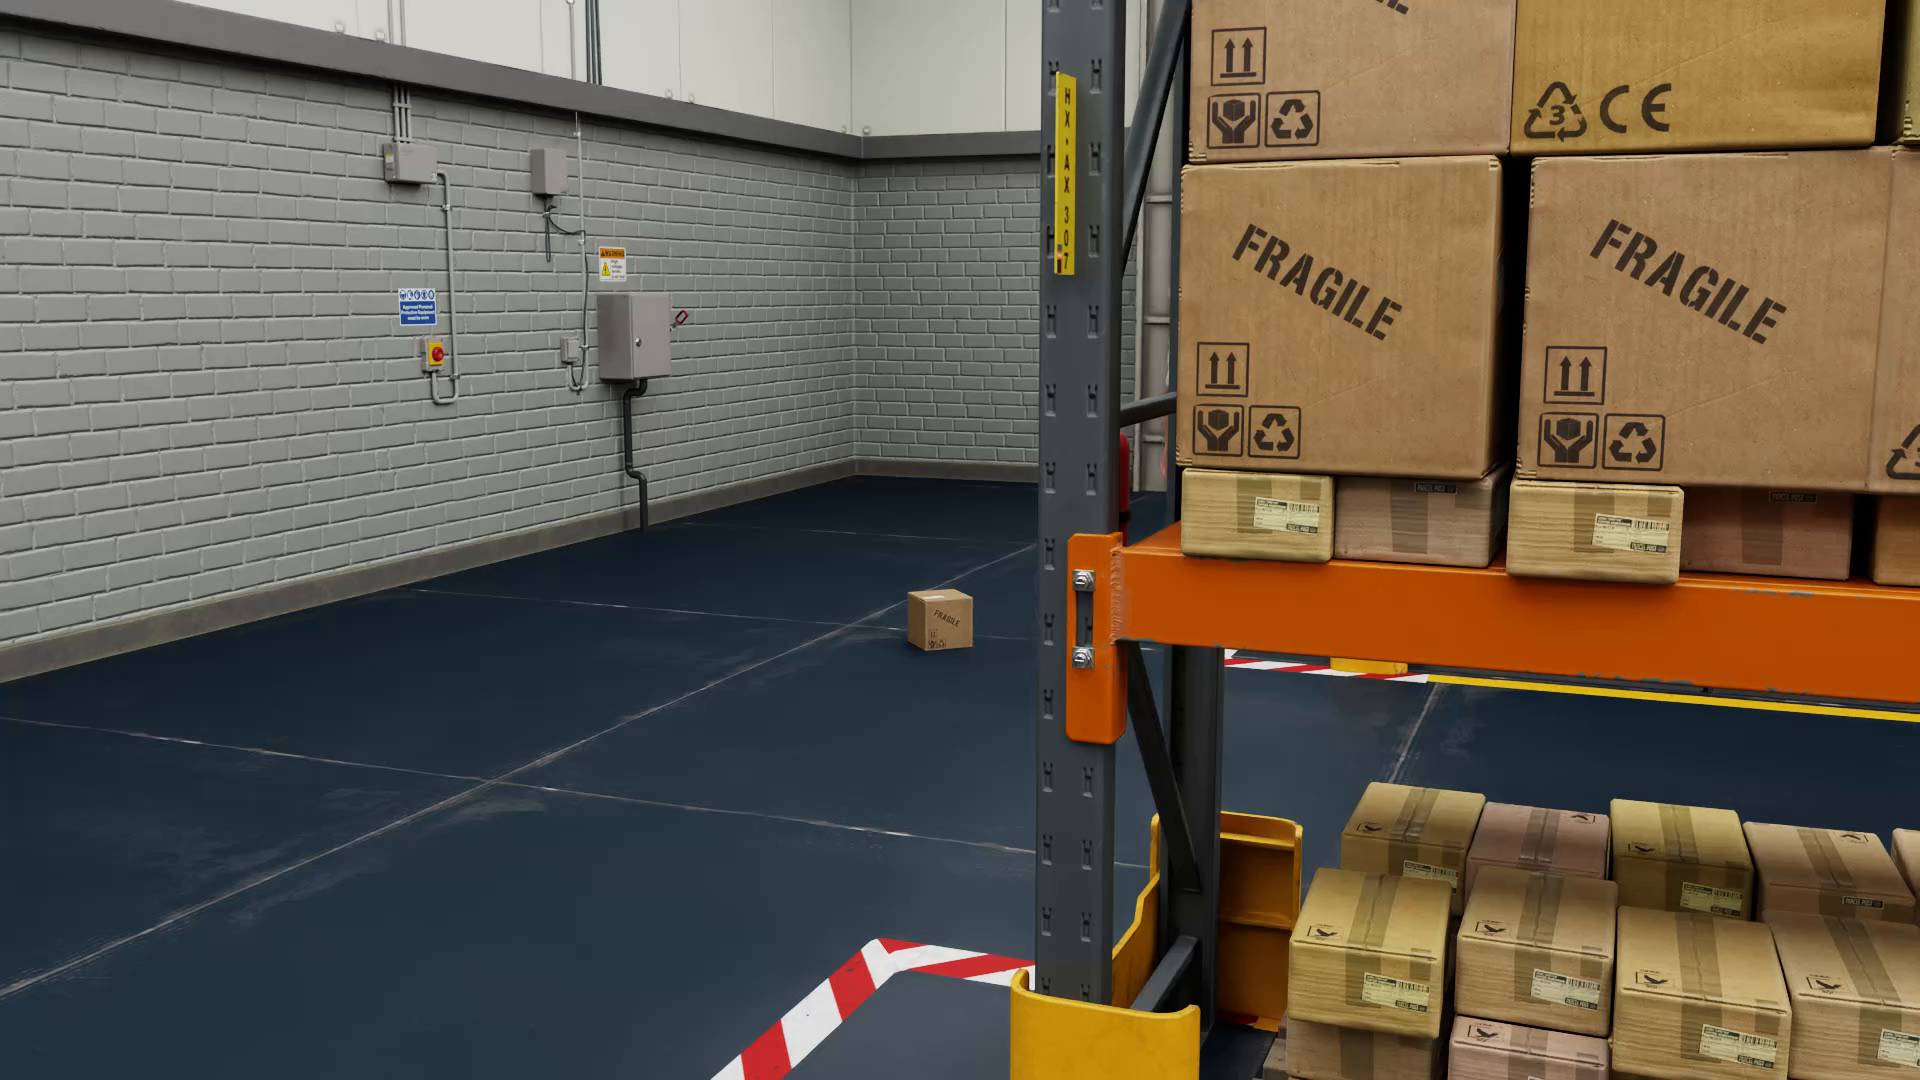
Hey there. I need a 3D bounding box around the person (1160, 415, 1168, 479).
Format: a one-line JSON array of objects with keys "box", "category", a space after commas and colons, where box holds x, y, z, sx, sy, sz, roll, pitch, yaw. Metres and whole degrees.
[{"box": [1.472, -0.493, 9.110, 0.771, 1.817, 0.573, -8, 11, -41], "category": "person"}]
